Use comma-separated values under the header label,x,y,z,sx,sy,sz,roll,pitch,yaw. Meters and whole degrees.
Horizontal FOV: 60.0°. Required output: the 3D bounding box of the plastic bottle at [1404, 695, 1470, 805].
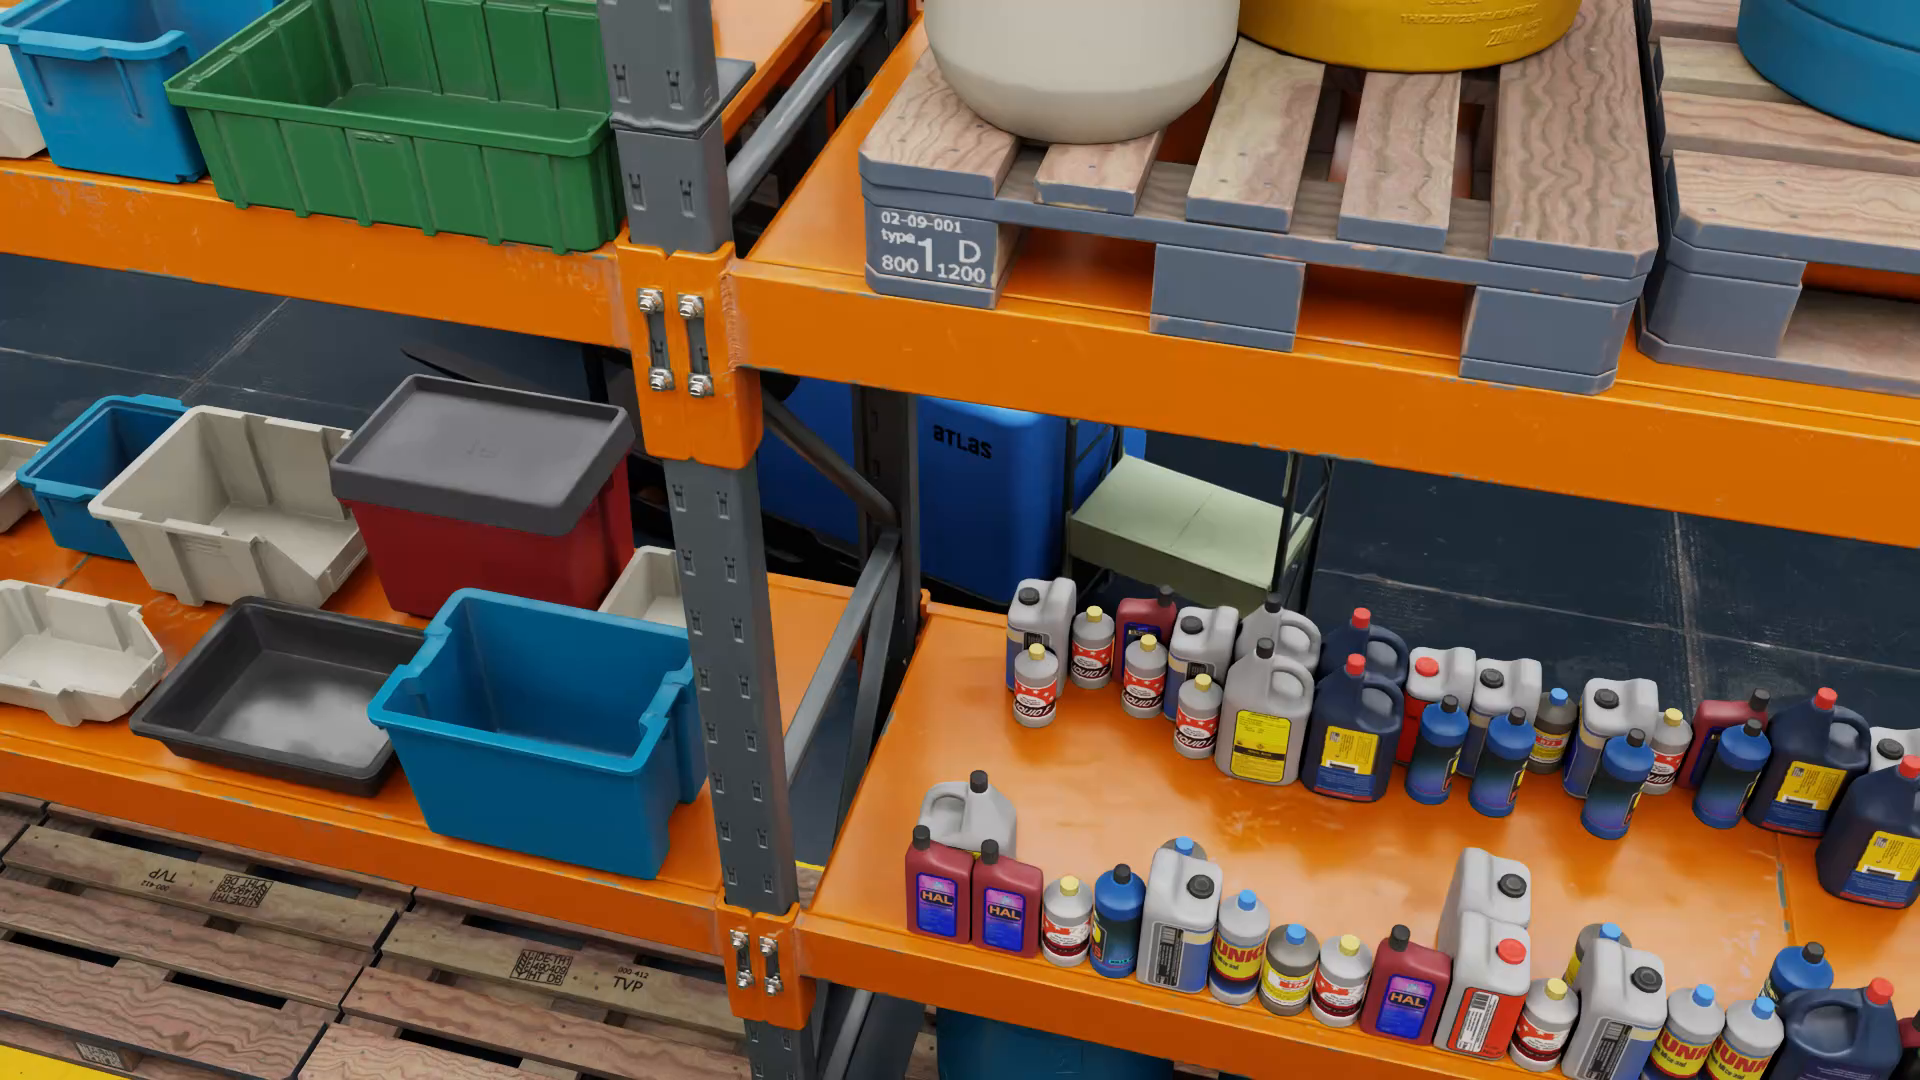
label,x,y,z,sx,sy,sz,roll,pitch,yaw
plastic bottle,1.008,0.432,3.503,0.097,0.271,0.097,0,40,0

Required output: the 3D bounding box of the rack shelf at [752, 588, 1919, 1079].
label,x,y,z,sx,sy,sz,roll,pitch,yaw
rack shelf,1.650,0.901,3.404,4.000,0.370,1.077,10,41,11

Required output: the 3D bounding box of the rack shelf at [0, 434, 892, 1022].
label,x,y,z,sx,sy,sz,roll,pitch,yaw
rack shelf,-2.214,0.236,4.196,4.000,0.370,1.077,10,41,11

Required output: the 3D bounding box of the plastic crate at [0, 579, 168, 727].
label,x,y,z,sx,sy,sz,roll,pitch,yaw
plastic crate,-2.042,0.268,3.756,0.466,0.136,0.293,10,41,11

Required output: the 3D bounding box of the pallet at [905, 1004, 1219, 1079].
label,x,y,z,sx,sy,sz,roll,pitch,yaw
pallet,0.453,1.515,4.282,1.213,0.211,1.003,10,41,11

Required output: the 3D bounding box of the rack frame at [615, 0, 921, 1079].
label,x,y,z,sx,sy,sz,roll,pitch,yaw
rack frame,-0.282,0.293,3.569,0.127,3.000,1.000,10,41,11

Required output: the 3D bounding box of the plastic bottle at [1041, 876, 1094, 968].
label,x,y,z,sx,sy,sz,roll,pitch,yaw
plastic bottle,0.207,0.725,3.209,0.097,0.201,0.097,0,40,0

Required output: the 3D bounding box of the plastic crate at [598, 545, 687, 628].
label,x,y,z,sx,sy,sz,roll,pitch,yaw
plastic crate,-0.694,0.205,3.832,0.243,0.136,0.396,10,41,11

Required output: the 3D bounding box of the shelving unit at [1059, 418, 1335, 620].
label,x,y,z,sx,sy,sz,roll,pitch,yaw
shelving unit,0.759,-0.198,5.320,0.755,1.500,0.431,21,44,23

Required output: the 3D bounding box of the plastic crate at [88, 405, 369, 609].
label,x,y,z,sx,sy,sz,roll,pitch,yaw
plastic crate,-1.709,-0.053,4.026,0.530,0.282,0.437,10,41,11

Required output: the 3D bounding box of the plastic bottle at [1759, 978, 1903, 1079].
label,x,y,z,sx,sy,sz,roll,pitch,yaw
plastic bottle,1.527,0.880,2.909,0.185,0.351,0.144,10,41,11

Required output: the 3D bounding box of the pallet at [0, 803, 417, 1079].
label,x,y,z,sx,sy,sz,roll,pitch,yaw
pallet,-2.184,1.061,4.822,1.213,0.211,1.003,10,41,11

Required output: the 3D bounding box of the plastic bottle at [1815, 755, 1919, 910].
label,x,y,z,sx,sy,sz,roll,pitch,yaw
plastic bottle,1.846,0.562,3.287,0.185,0.351,0.144,10,41,11

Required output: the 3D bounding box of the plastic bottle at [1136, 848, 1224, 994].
label,x,y,z,sx,sy,sz,roll,pitch,yaw
plastic bottle,0.420,0.715,3.163,0.135,0.276,0.152,10,41,11

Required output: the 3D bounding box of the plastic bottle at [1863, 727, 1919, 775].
label,x,y,z,sx,sy,sz,roll,pitch,yaw
plastic bottle,1.908,0.502,3.416,0.135,0.276,0.152,10,41,11

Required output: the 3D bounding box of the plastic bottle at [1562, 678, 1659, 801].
label,x,y,z,sx,sy,sz,roll,pitch,yaw
plastic bottle,1.377,0.411,3.525,0.135,0.276,0.152,10,41,11

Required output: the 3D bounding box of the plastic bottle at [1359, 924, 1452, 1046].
label,x,y,z,sx,sy,sz,roll,pitch,yaw
plastic bottle,0.820,0.811,3.042,0.133,0.283,0.061,10,41,11

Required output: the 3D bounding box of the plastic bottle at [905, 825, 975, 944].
label,x,y,z,sx,sy,sz,roll,pitch,yaw
plastic bottle,-0.038,0.664,3.218,0.133,0.283,0.061,10,41,11

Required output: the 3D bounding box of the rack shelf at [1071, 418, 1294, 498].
label,x,y,z,sx,sy,sz,roll,pitch,yaw
rack shelf,0.759,-0.497,5.069,0.720,0.370,0.431,21,44,23

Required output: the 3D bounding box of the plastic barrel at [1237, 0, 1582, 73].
label,x,y,z,sx,sy,sz,roll,pitch,yaw
plastic barrel,0.652,-1.063,2.378,0.600,0.588,0.600,0,40,0

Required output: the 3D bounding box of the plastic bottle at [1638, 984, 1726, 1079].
label,x,y,z,sx,sy,sz,roll,pitch,yaw
plastic bottle,1.290,0.885,2.964,0.097,0.271,0.097,0,40,0

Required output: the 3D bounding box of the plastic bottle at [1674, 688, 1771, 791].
label,x,y,z,sx,sy,sz,roll,pitch,yaw
plastic bottle,1.612,0.418,3.511,0.133,0.283,0.061,10,41,11

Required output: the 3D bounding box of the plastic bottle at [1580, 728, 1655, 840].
label,x,y,z,sx,sy,sz,roll,pitch,yaw
plastic bottle,1.362,0.493,3.430,0.097,0.271,0.097,0,40,0

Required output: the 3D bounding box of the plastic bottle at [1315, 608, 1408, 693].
label,x,y,z,sx,sy,sz,roll,pitch,yaw
plastic bottle,0.869,0.292,3.608,0.185,0.351,0.144,10,41,11

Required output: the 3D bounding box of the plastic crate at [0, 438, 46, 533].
label,x,y,z,sx,sy,sz,roll,pitch,yaw
plastic crate,-2.469,-0.145,4.248,0.250,0.136,0.298,10,41,11

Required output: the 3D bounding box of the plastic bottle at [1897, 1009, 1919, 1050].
label,x,y,z,sx,sy,sz,roll,pitch,yaw
plastic bottle,1.685,0.920,2.913,0.133,0.283,0.061,10,41,11

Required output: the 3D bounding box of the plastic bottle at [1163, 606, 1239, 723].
label,x,y,z,sx,sy,sz,roll,pitch,yaw
plastic bottle,0.535,0.266,3.697,0.135,0.276,0.152,10,41,11

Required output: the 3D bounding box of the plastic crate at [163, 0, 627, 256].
label,x,y,z,sx,sy,sz,roll,pitch,yaw
plastic crate,-0.769,-0.657,2.532,0.662,0.188,0.450,10,41,11

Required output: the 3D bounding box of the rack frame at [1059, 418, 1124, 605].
label,x,y,z,sx,sy,sz,roll,pitch,yaw
rack frame,0.445,-0.319,5.463,0.023,1.500,0.400,21,44,23

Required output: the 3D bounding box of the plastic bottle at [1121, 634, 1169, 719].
label,x,y,z,sx,sy,sz,roll,pitch,yaw
plastic bottle,0.415,0.296,3.720,0.097,0.201,0.097,0,40,0

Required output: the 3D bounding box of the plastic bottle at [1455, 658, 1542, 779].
label,x,y,z,sx,sy,sz,roll,pitch,yaw
plastic bottle,1.153,0.372,3.571,0.135,0.276,0.152,10,41,11

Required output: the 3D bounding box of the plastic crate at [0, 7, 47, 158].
label,x,y,z,sx,sy,sz,roll,pitch,yaw
plastic crate,-1.609,-0.730,2.659,0.466,0.136,0.293,10,41,11

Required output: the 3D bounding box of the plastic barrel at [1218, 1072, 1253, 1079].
label,x,y,z,sx,sy,sz,roll,pitch,yaw
plastic barrel,0.923,1.155,3.848,0.708,0.901,0.600,10,41,11

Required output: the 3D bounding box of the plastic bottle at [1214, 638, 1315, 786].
label,x,y,z,sx,sy,sz,roll,pitch,yaw
plastic bottle,0.653,0.351,3.538,0.185,0.351,0.144,10,41,11

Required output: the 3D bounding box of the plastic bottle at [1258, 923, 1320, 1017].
label,x,y,z,sx,sy,sz,roll,pitch,yaw
plastic bottle,0.619,0.796,3.124,0.097,0.201,0.097,0,40,0

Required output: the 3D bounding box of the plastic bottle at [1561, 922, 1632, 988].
label,x,y,z,sx,sy,sz,roll,pitch,yaw
plastic bottle,1.200,0.795,3.126,0.097,0.201,0.097,0,40,0

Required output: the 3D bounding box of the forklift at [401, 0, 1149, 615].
label,x,y,z,sx,sy,sz,roll,pitch,yaw
forklift,-0.834,-1.429,5.673,3.031,2.935,1.130,21,44,23

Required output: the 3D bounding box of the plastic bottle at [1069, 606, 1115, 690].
label,x,y,z,sx,sy,sz,roll,pitch,yaw
plastic bottle,0.302,0.236,3.791,0.097,0.201,0.097,0,40,0

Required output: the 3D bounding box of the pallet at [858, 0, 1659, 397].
label,x,y,z,sx,sy,sz,roll,pitch,yaw
pallet,0.501,-0.714,2.582,1.003,0.211,1.213,10,41,11

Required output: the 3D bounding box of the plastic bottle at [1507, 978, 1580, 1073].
label,x,y,z,sx,sy,sz,roll,pitch,yaw
plastic bottle,1.066,0.873,3.033,0.097,0.201,0.097,0,40,0

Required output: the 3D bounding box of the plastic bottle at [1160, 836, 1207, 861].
label,x,y,z,sx,sy,sz,roll,pitch,yaw
plastic bottle,0.435,0.663,3.283,0.097,0.201,0.097,0,40,0
